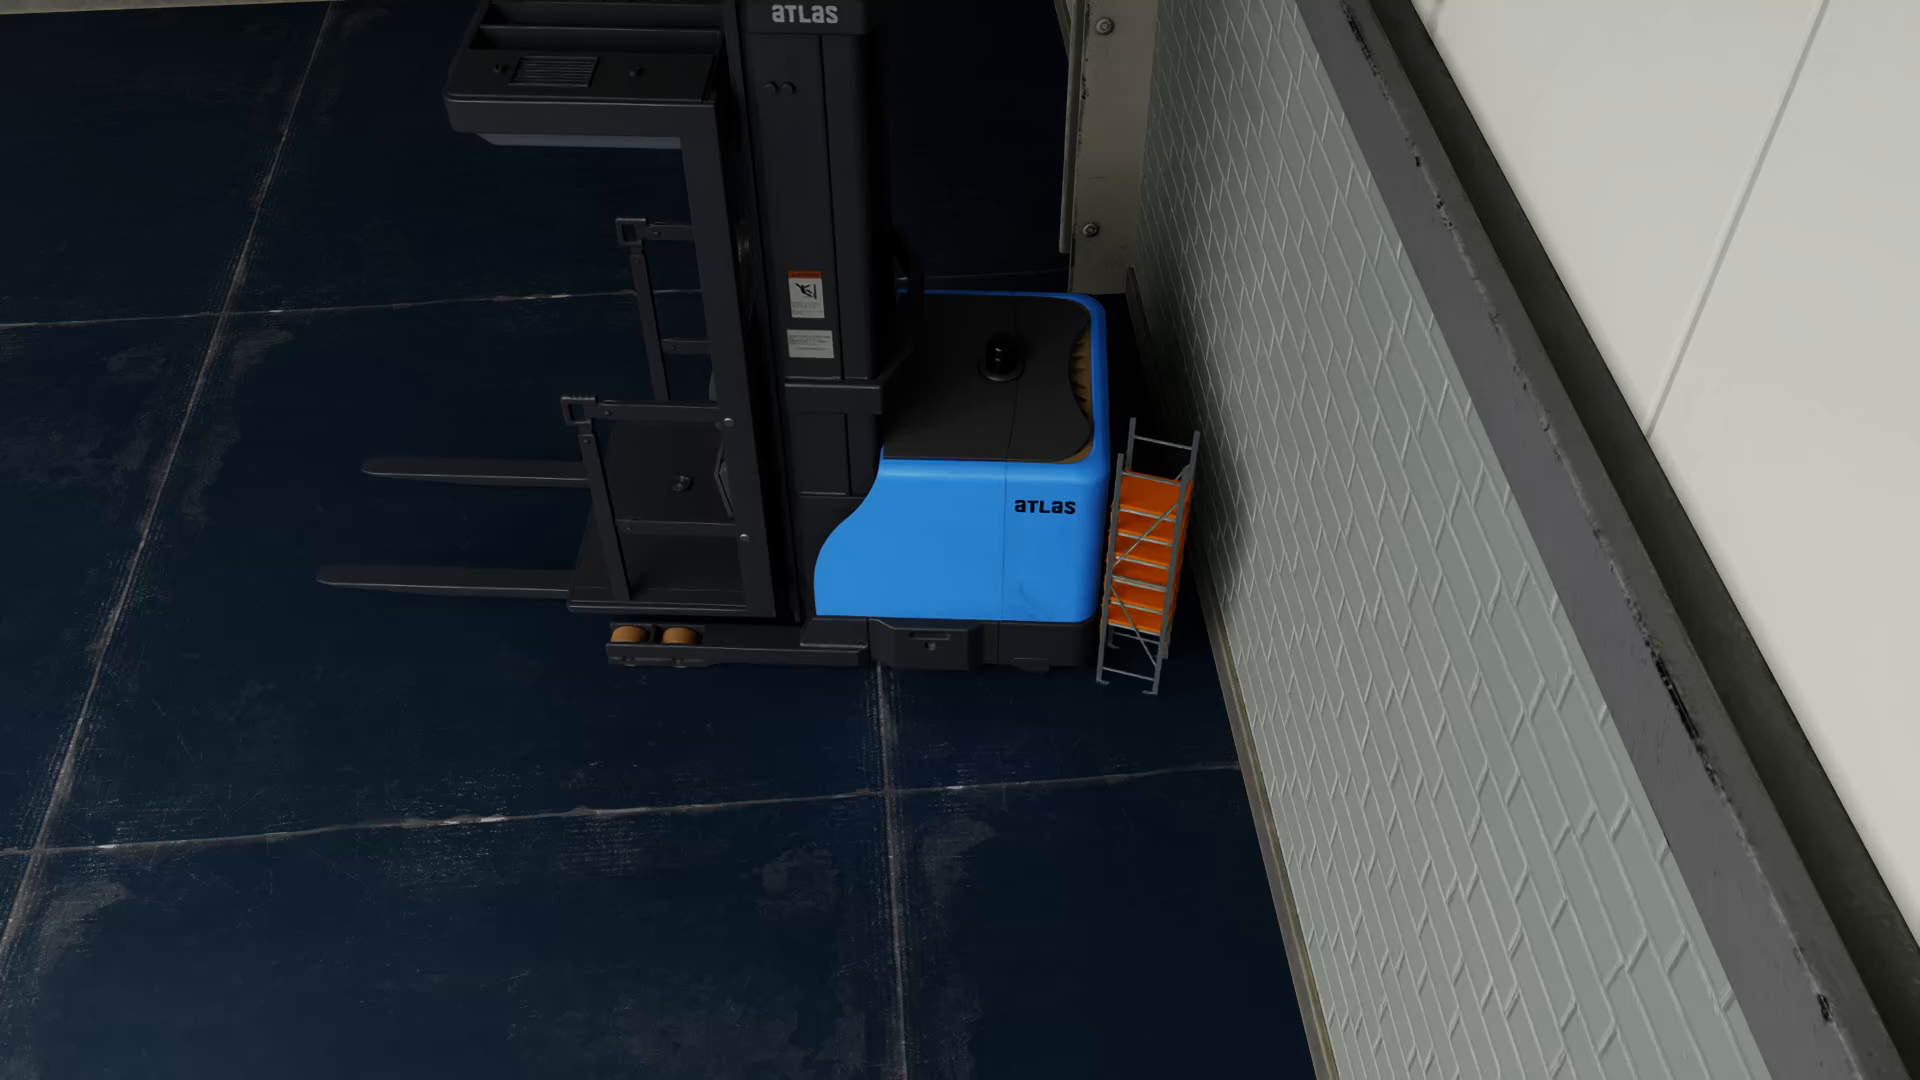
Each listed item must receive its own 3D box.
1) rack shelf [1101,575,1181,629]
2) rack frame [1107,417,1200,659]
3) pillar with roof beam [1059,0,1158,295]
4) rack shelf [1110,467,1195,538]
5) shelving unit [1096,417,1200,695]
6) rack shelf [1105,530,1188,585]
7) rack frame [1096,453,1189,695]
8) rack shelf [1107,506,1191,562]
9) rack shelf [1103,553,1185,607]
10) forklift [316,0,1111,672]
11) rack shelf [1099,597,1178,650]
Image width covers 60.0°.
[{"bbox_3d":[0.664,0.200,6.097,0.258,0.103,0.180,13,48,12],"label":"rack shelf"},{"bbox_3d":[0.691,0.023,6.038,0.240,1.200,0.006,13,48,12],"label":"rack frame"},{"bbox_3d":[-3.627,-4.161,4.629,9.100,9.000,0.400,-3,47,-3],"label":"pillar with roof beam"},{"bbox_3d":[0.664,-0.130,5.749,0.258,0.103,0.180,13,48,12],"label":"rack shelf"},{"bbox_3d":[0.664,0.087,5.978,0.258,1.200,0.189,13,48,12],"label":"shelving unit"},{"bbox_3d":[0.664,0.035,5.923,0.258,0.103,0.180,13,48,12],"label":"rack shelf"},{"bbox_3d":[0.637,0.150,5.917,0.240,1.200,0.006,13,48,12],"label":"rack frame"},{"bbox_3d":[0.664,-0.048,5.836,0.258,0.103,0.180,13,48,12],"label":"rack shelf"},{"bbox_3d":[0.664,0.117,6.010,0.258,0.103,0.180,13,48,12],"label":"rack shelf"},{"bbox_3d":[-0.968,-0.898,5.718,3.031,2.935,1.130,2,47,2],"label":"forklift"},{"bbox_3d":[0.664,0.283,6.184,0.258,0.103,0.180,13,48,12],"label":"rack shelf"}]
